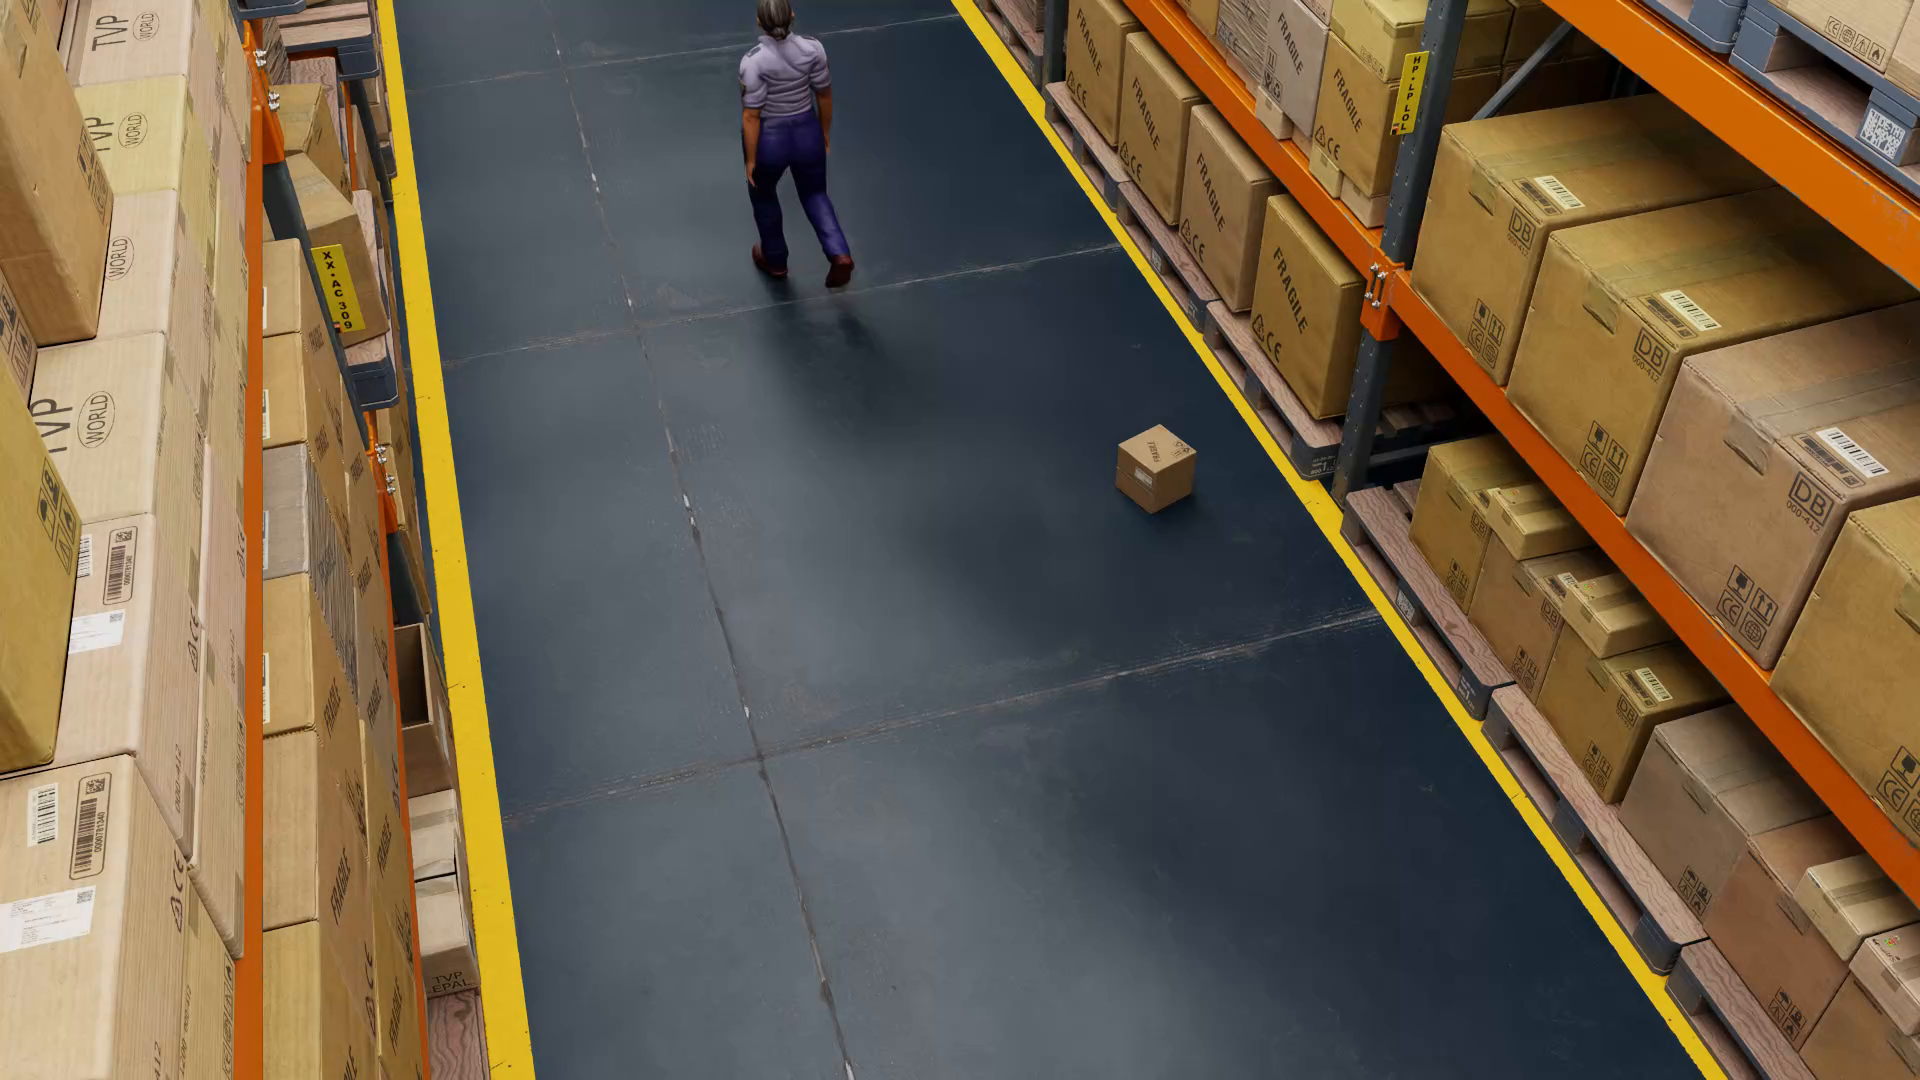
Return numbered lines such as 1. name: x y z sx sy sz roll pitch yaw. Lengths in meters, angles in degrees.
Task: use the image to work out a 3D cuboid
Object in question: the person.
1. person: -0.850 -1.978 8.313 0.488 1.609 0.746 -19 46 -19
